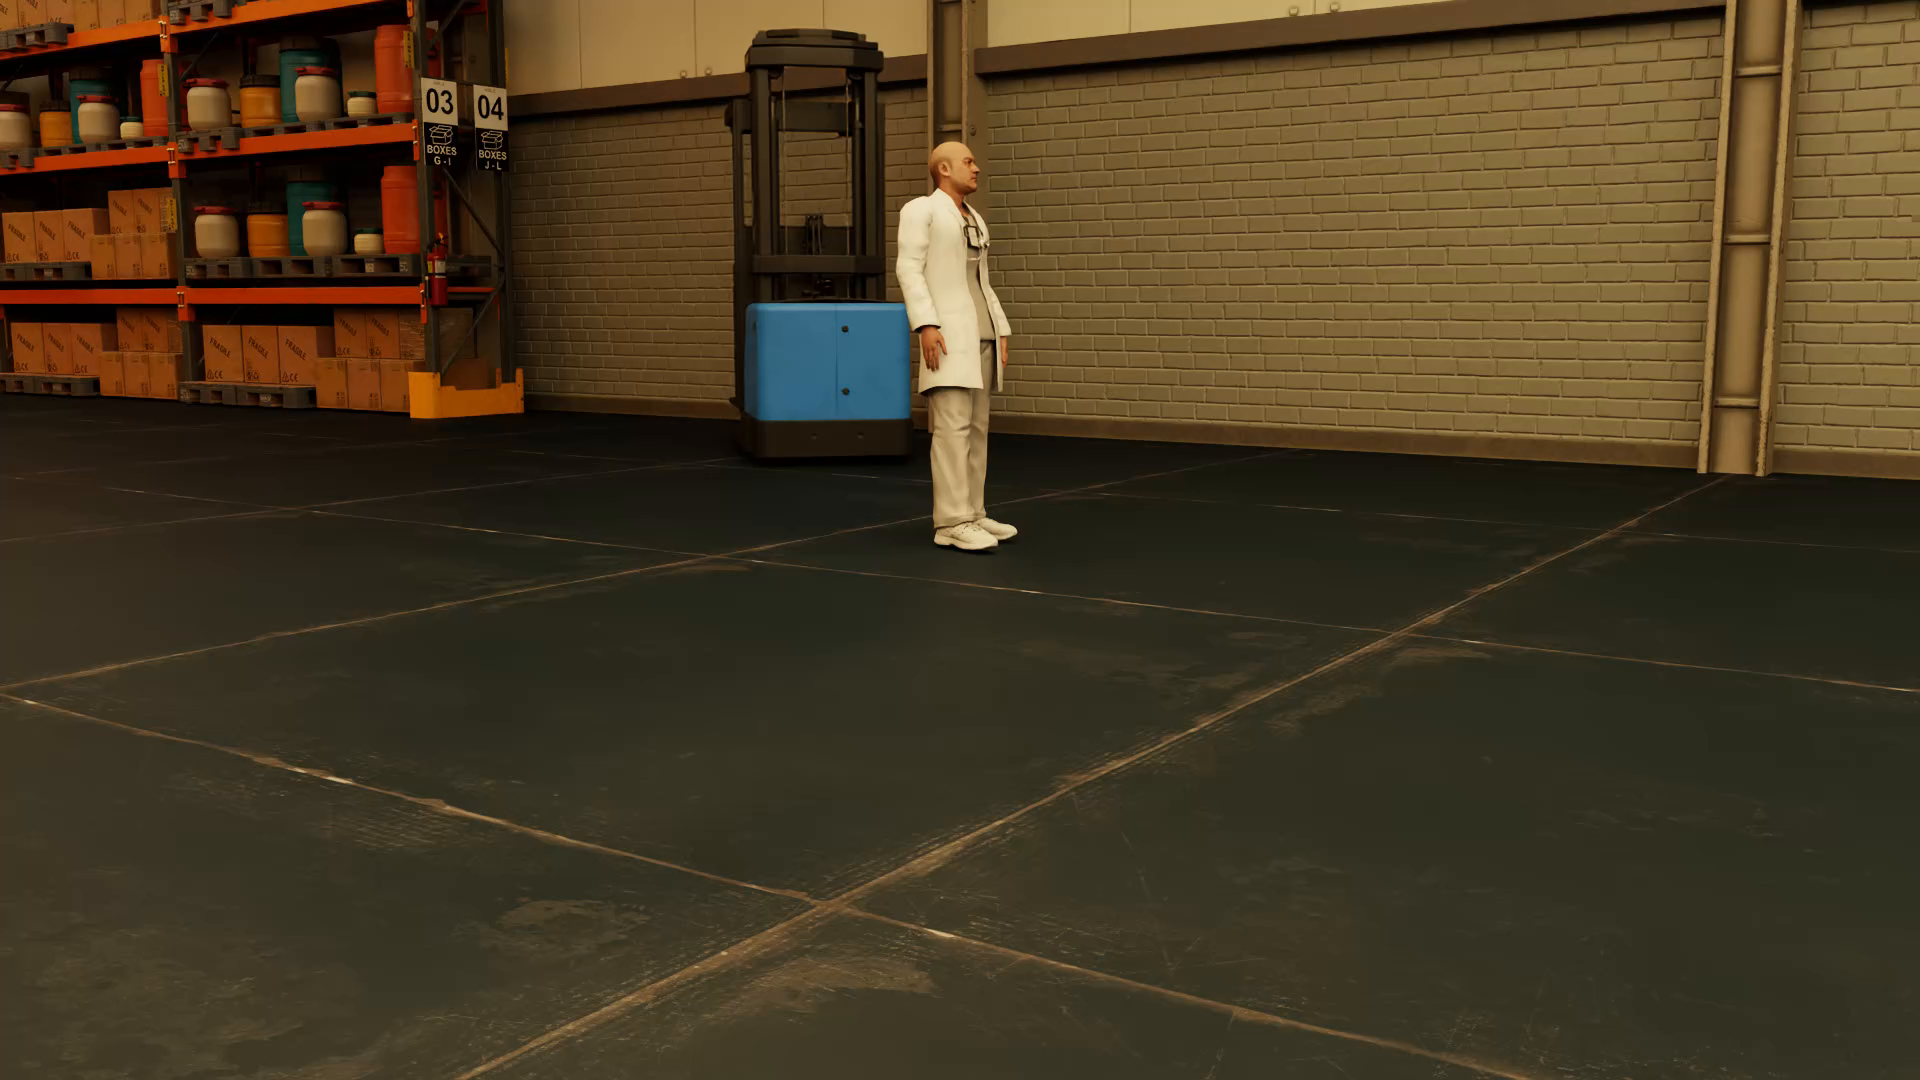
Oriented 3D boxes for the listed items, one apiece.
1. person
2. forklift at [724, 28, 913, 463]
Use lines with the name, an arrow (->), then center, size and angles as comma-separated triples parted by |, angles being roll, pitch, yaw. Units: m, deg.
person -> 0.074, -0.879, 7.424 | 0.578, 1.777, 0.696 | 5, 10, 34
forklift -> -1.133, -2.139, 12.234 | 1.130, 2.935, 3.031 | -2, 8, -12
